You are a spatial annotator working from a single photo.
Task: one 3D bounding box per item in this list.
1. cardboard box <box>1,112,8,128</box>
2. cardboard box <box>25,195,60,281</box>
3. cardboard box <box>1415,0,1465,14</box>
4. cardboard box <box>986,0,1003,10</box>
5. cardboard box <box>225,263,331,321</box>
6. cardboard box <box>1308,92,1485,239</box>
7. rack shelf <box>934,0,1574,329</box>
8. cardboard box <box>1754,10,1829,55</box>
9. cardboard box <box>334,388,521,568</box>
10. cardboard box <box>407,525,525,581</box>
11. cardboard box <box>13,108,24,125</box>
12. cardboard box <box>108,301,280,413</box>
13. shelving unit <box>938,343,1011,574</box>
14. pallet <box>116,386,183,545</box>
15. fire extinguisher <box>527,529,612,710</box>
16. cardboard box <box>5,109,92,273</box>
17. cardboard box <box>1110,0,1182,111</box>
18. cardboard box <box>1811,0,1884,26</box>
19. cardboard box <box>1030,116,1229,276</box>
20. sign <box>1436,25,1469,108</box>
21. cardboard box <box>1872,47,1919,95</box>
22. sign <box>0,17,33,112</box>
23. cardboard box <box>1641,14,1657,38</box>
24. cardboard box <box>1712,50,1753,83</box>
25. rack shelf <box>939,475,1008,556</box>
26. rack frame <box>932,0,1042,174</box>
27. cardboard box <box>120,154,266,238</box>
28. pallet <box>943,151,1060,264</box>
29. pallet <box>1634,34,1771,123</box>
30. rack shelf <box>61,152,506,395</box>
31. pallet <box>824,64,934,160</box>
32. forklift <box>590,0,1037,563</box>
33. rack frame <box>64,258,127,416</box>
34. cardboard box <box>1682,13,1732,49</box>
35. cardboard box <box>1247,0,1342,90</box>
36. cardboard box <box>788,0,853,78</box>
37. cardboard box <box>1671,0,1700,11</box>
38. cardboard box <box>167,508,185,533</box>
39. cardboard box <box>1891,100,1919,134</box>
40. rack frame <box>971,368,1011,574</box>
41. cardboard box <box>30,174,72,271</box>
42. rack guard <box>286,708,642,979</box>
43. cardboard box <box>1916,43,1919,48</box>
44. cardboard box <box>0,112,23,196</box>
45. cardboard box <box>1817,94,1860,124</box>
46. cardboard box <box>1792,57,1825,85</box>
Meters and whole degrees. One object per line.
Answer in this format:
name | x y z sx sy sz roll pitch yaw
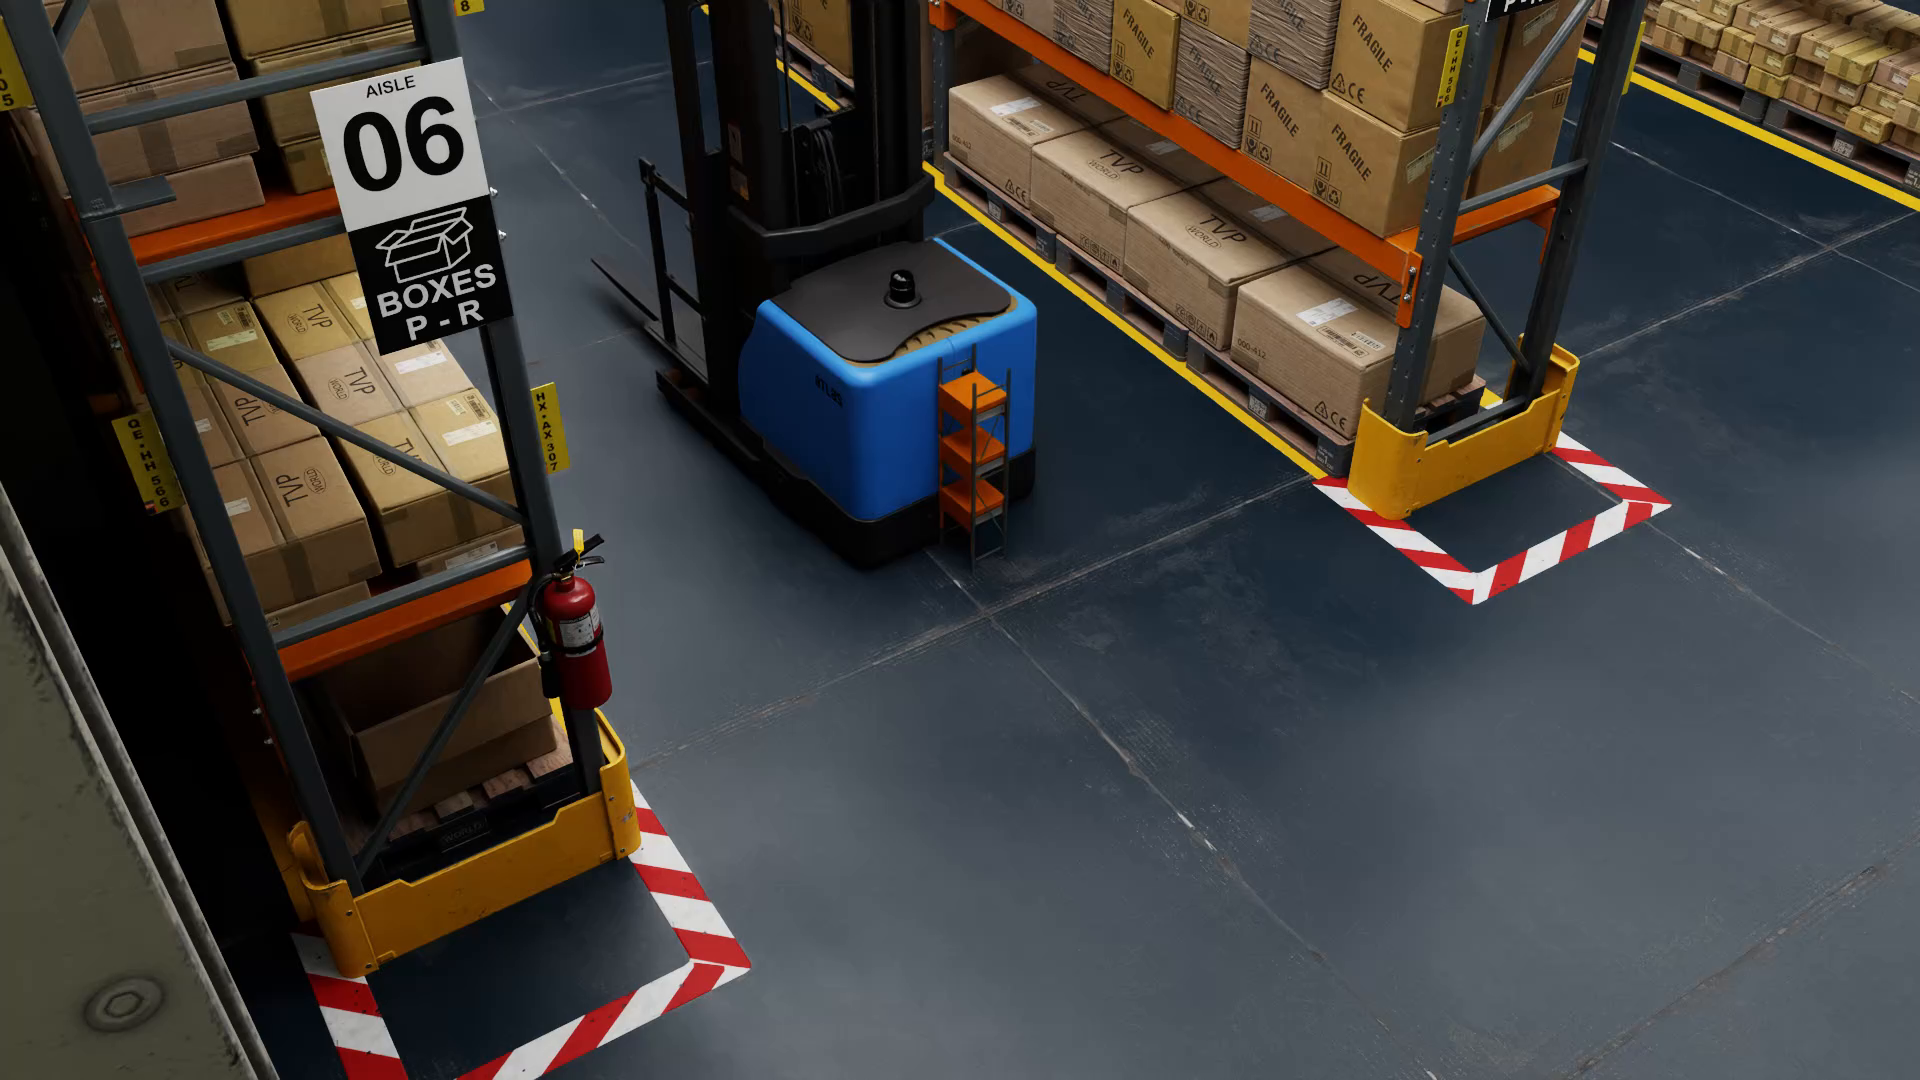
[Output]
cardboard box | -5.182 -2.364 9.422 0.380 0.149 0.250 -24 45 -26
cardboard box | -4.672 -1.618 9.034 0.500 0.500 0.500 -24 45 -26
cardboard box | 2.073 -2.331 6.899 0.380 0.149 0.250 -22 44 -24
cardboard box | 0.316 -3.389 9.456 0.500 0.500 0.500 -21 44 -23
cardboard box | -2.604 -1.032 6.590 0.500 0.250 0.500 -23 45 -25
cardboard box | 1.953 -1.742 7.480 0.500 0.500 0.500 -22 45 -24
rack shelf | 1.360 -2.338 8.835 1.077 0.370 4.000 -22 45 -24
cardboard box | 5.446 -3.325 10.892 0.380 0.149 0.250 -21 44 -23
cardboard box | -1.765 -0.218 5.614 0.500 0.250 0.500 -22 45 -24
cardboard box | -1.693 0.001 5.663 0.380 0.149 0.250 -23 45 -25
cardboard box | -2.502 -1.452 4.751 0.500 0.250 0.500 -22 44 -24
cardboard box | -2.758 -0.585 6.055 0.500 0.250 0.500 -21 44 -23
shelving unit | 0.061 -0.350 7.410 0.215 1.050 0.252 -25 46 -27
pallet | -3.530 -0.541 8.295 1.003 0.211 1.213 -22 45 -24
fire extinguisher | -1.279 0.269 5.496 0.296 0.674 0.183 -22 45 -24
cardboard box | -3.322 -1.432 6.485 0.500 0.500 0.500 -23 45 -26
cardboard box | 1.122 -2.567 8.470 0.500 0.500 0.500 -21 44 -23
cardboard box | 5.938 -3.533 11.142 0.380 0.149 0.250 -20 44 -23
cardboard box | 1.013 -2.012 9.555 0.875 0.438 0.875 -24 45 -26
sign | 1.970 -1.891 6.647 0.100 0.325 0.005 -22 45 -24
cardboard box | 5.969 -2.942 10.432 0.380 0.149 0.250 -21 44 -24
sign | -2.227 -1.136 3.796 0.100 0.325 0.005 -22 45 -24
cardboard box | 5.002 -3.698 11.804 0.380 0.149 0.250 -24 45 -26
cardboard box | 5.339 -3.247 11.263 0.380 0.149 0.250 -21 44 -24
rack shelf | 0.061 -0.128 7.595 0.215 0.259 0.240 -25 46 -27
rack frame | 0.284 -3.694 9.900 1.000 3.000 0.127 -22 45 -24
cardboard box | -2.115 -0.973 4.488 0.380 0.149 0.250 -21 44 -23
pallet | 0.627 -2.185 10.268 1.003 0.211 1.213 -22 45 -24
pallet | 5.455 -3.371 11.691 1.003 0.211 1.213 -22 45 -24
rack shelf | -2.823 -1.780 5.822 1.077 0.370 4.000 -22 45 -24
pallet | -0.194 -3.013 11.261 1.003 0.211 1.213 -22 45 -24
forklift | -0.920 -1.918 7.823 1.130 2.935 3.031 -25 46 -27
rack frame | -3.899 -1.983 7.847 1.000 3.000 0.127 -22 45 -24
cardboard box | 5.166 -3.499 11.333 0.380 0.149 0.250 -22 44 -24
cardboard box | 1.669 -2.407 7.497 0.500 0.500 0.500 -22 45 -24
cardboard box | -0.609 -3.831 11.396 0.875 0.875 0.875 -21 44 -23
cardboard box | 5.133 -3.784 11.442 0.380 0.149 0.250 -24 45 -26
cardboard box | -2.637 -0.208 5.913 0.380 0.149 0.250 -22 45 -24
cardboard box | 6.030 -2.660 10.326 0.380 0.149 0.250 -23 45 -25
rack frame | 0.133 -0.287 7.335 0.200 1.050 0.008 -25 46 -27
cardboard box | -3.585 -1.411 7.046 0.500 0.250 0.500 -23 45 -25
rack guard | -1.789 1.095 6.106 1.175 0.500 0.348 -22 45 -24
cardboard box | 6.309 -3.095 10.616 0.380 0.149 0.250 -21 44 -24
cardboard box | -5.528 -2.462 10.047 0.500 0.500 0.500 -20 44 -22
cardboard box | 5.802 -2.848 10.784 0.380 0.149 0.250 -22 45 -25
cardboard box | 5.691 -3.120 10.879 0.380 0.149 0.250 -23 45 -25
